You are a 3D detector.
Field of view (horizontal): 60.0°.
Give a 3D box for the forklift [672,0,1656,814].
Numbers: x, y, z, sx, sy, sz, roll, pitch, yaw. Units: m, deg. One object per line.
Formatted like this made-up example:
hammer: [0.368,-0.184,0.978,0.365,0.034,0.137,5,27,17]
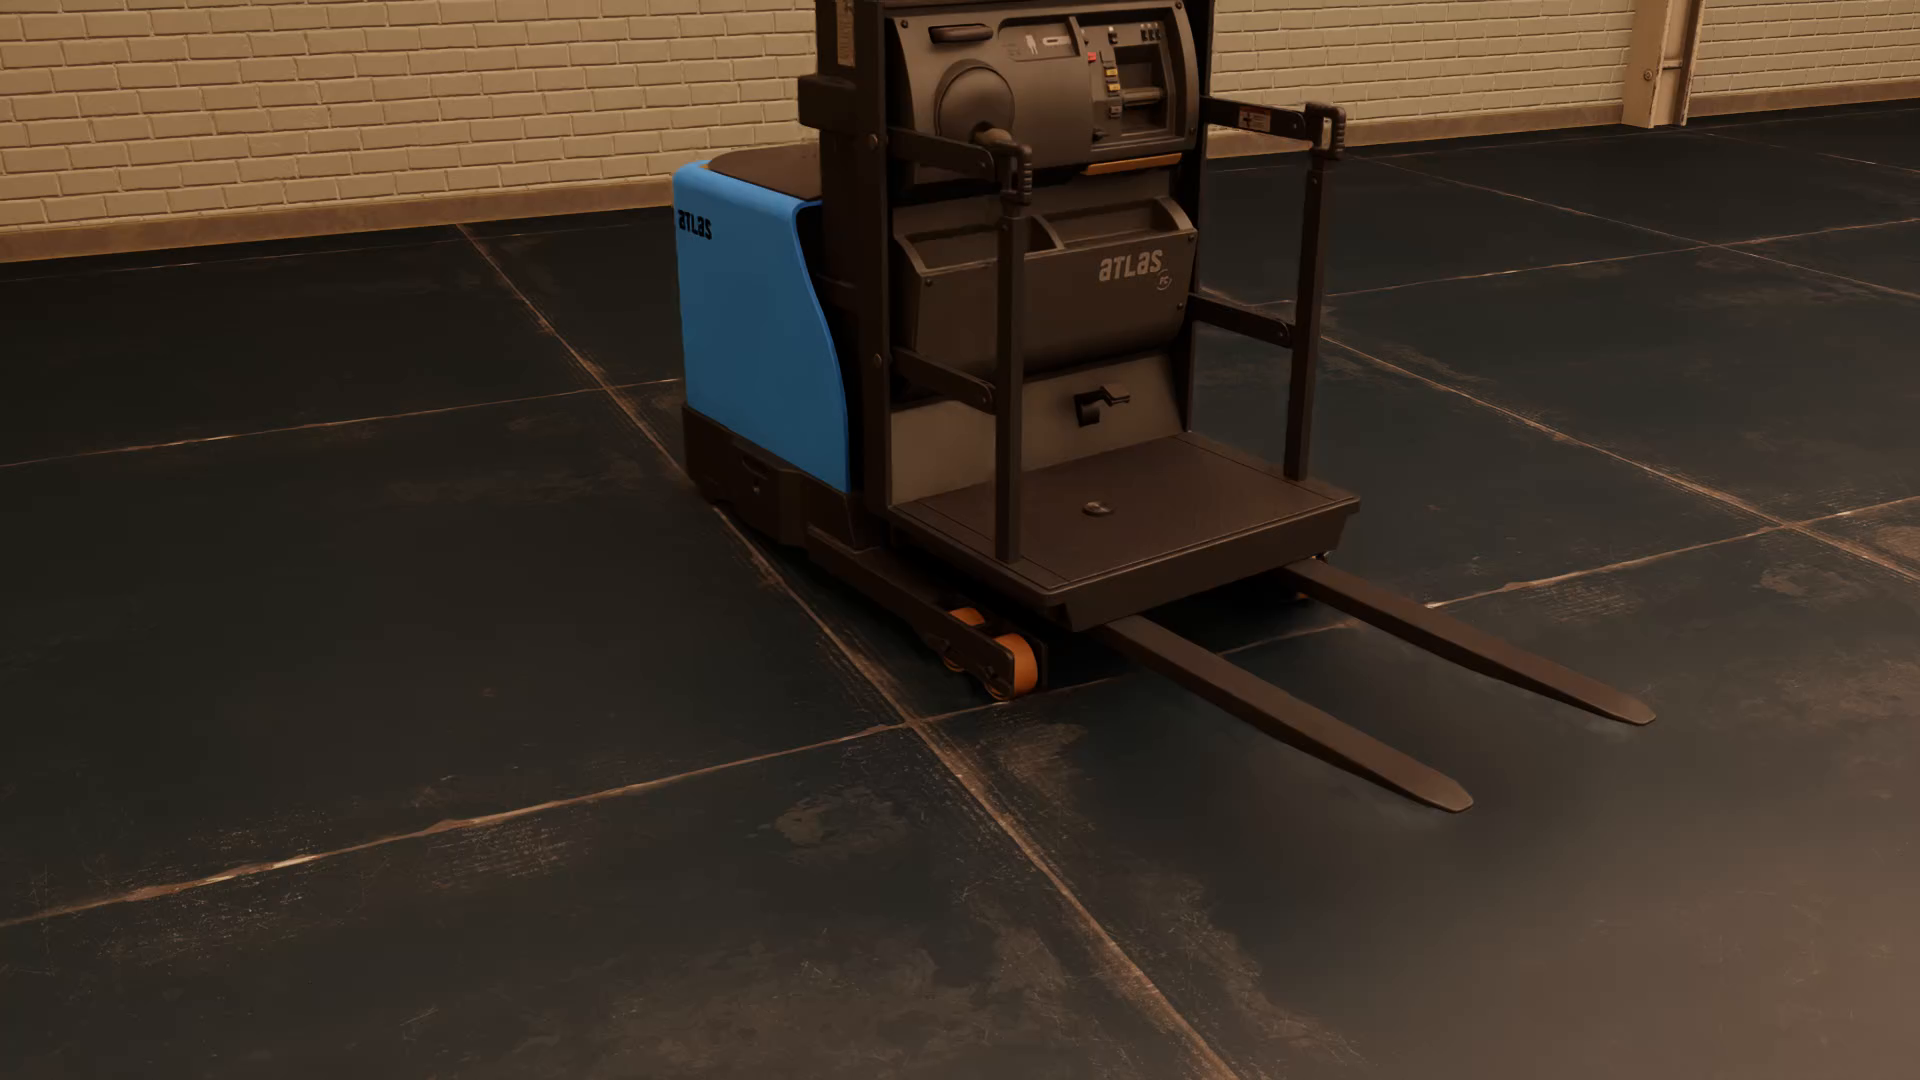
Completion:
forklift: [0.364,-1.164,4.088,1.130,2.935,3.031,-15,27,-32]
